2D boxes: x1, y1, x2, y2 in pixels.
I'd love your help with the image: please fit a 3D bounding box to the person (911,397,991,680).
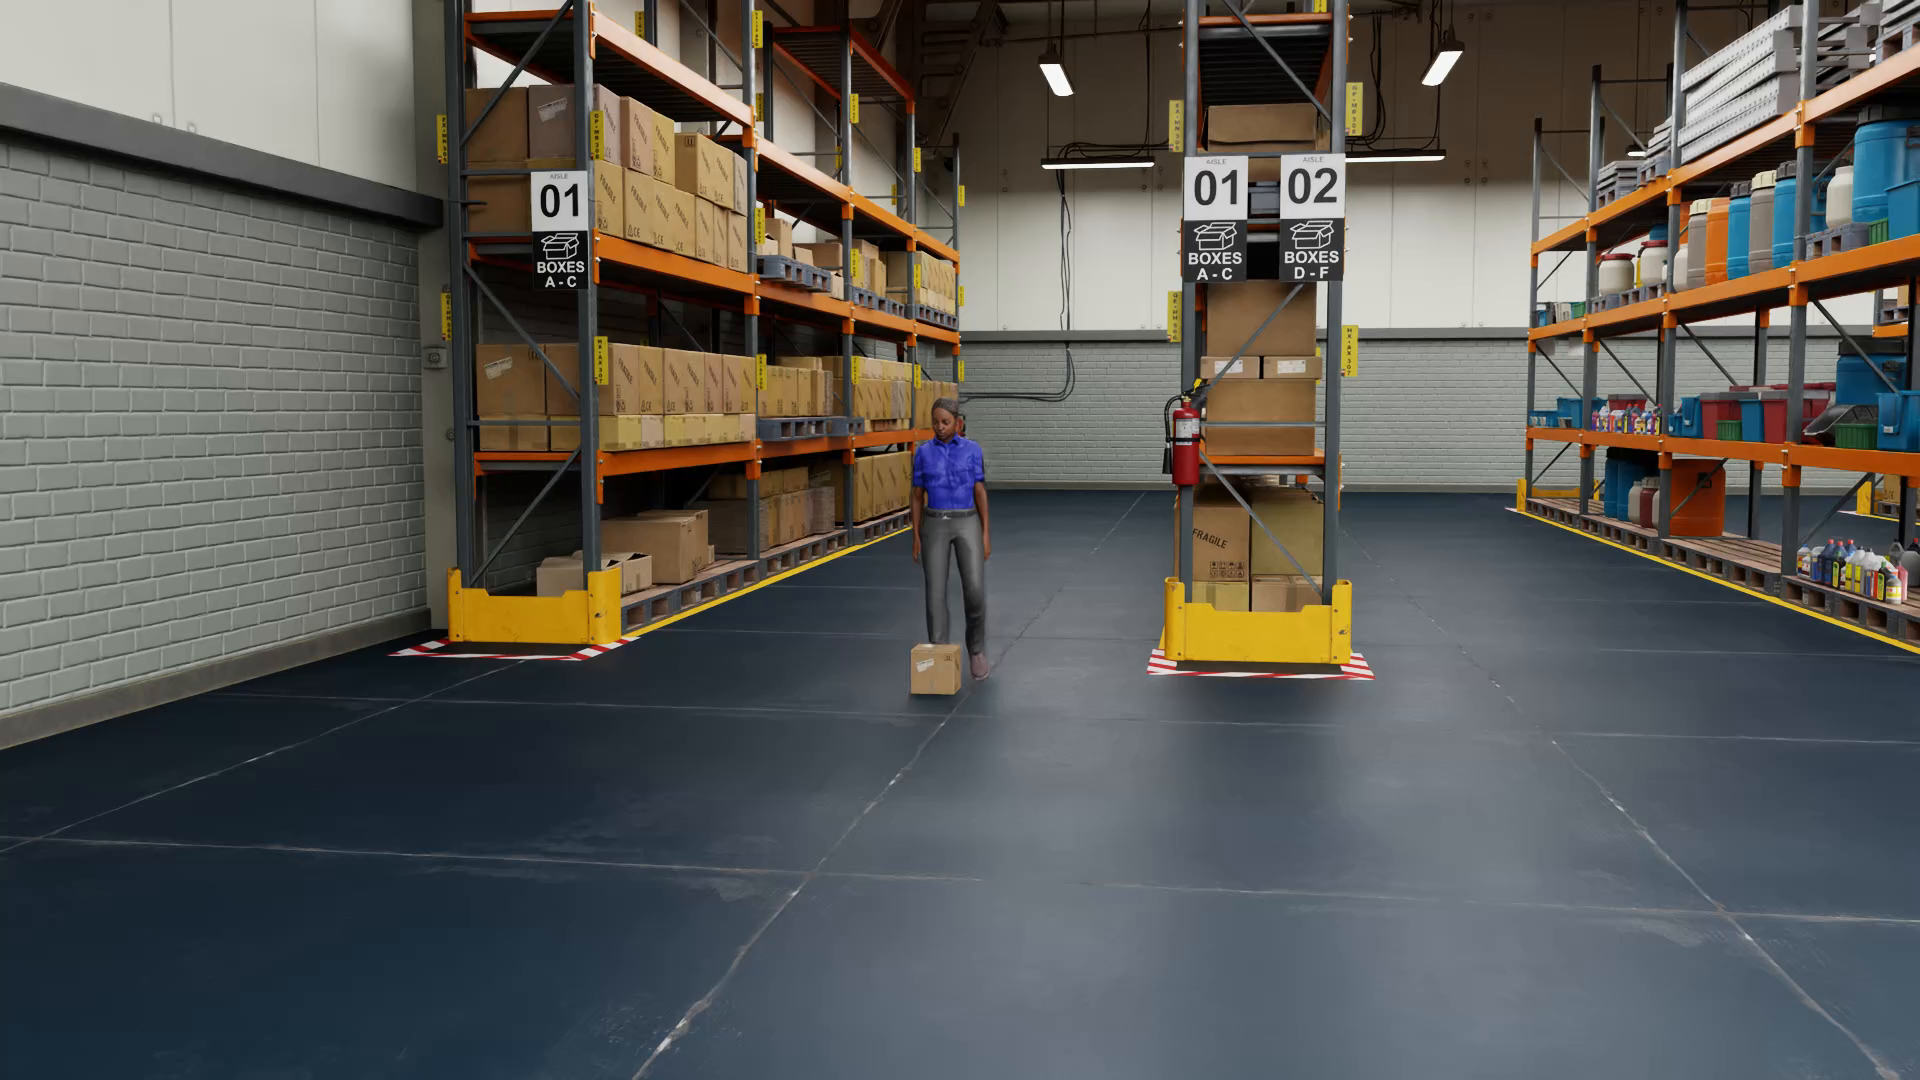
[{"bbox_3d":[-0.063,-0.004,9.869,0.485,1.689,0.455,0,5,5],"label":"person"}]
